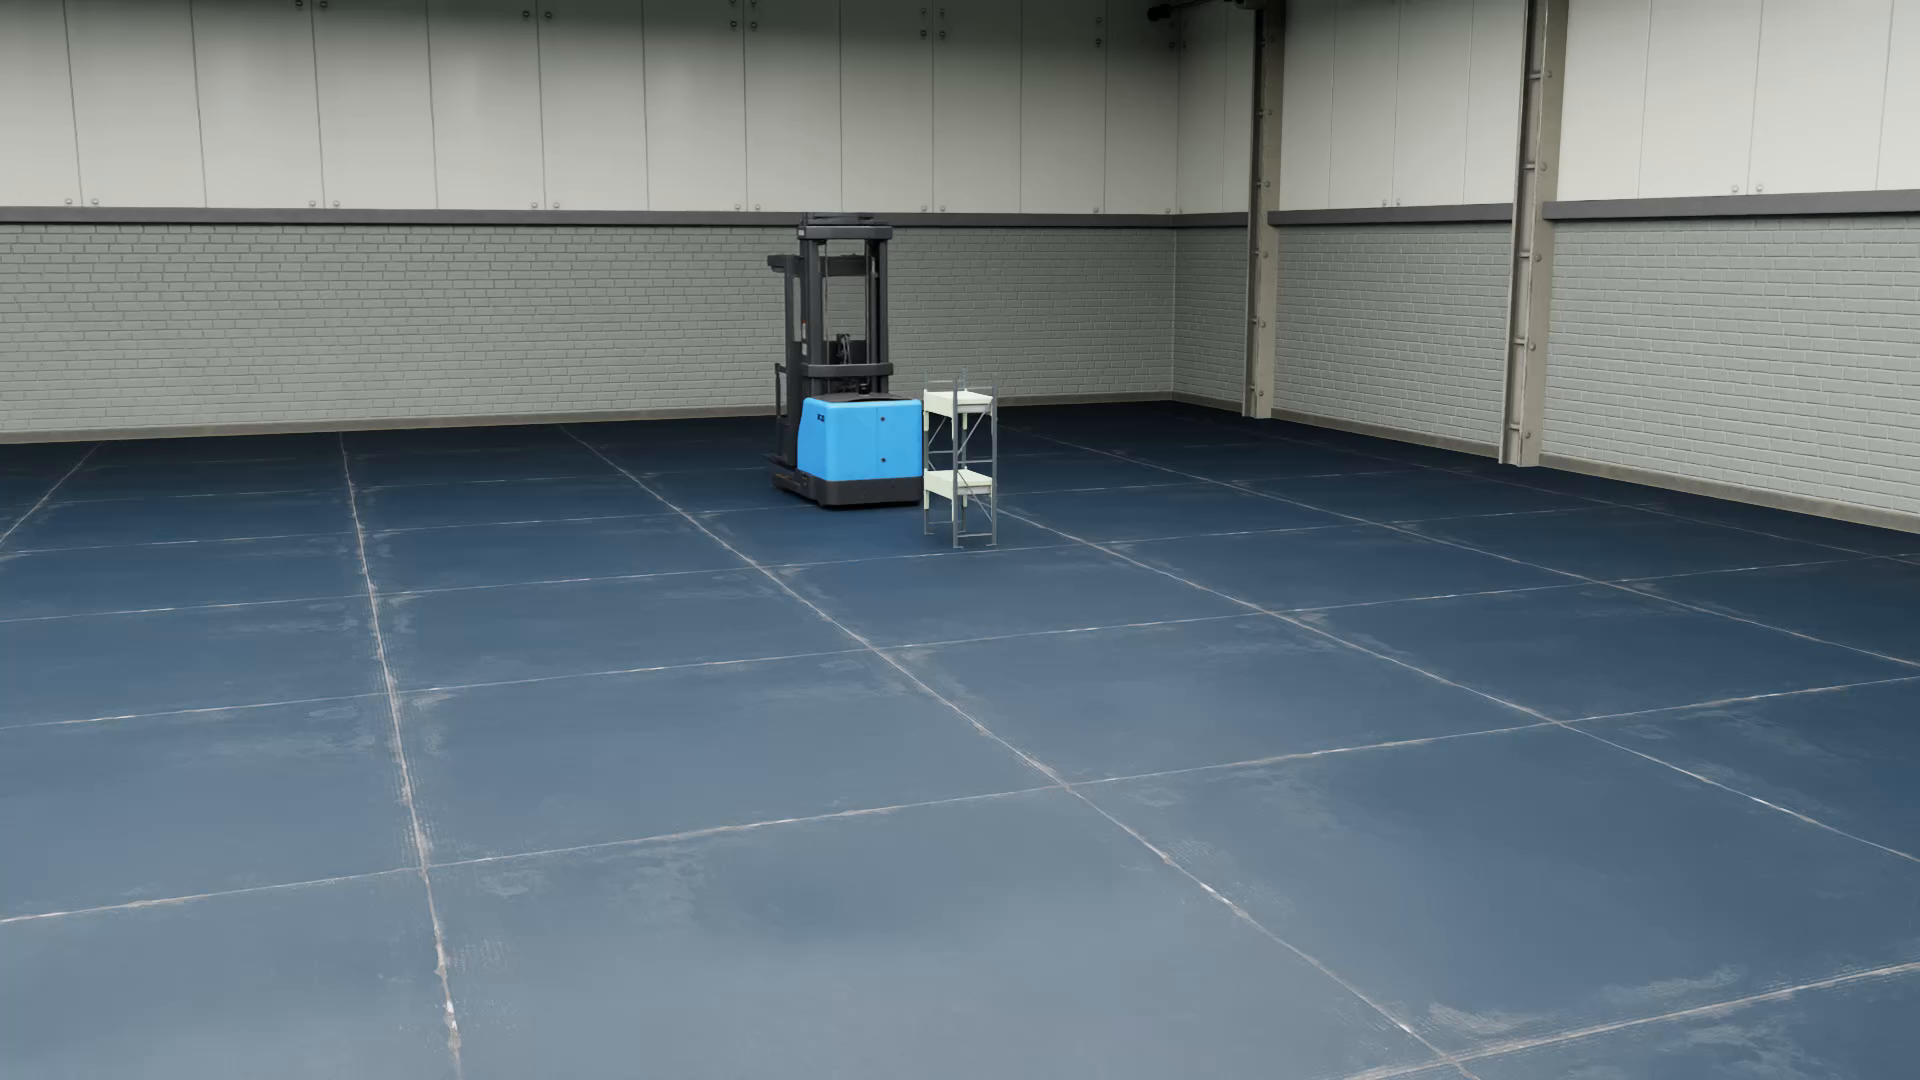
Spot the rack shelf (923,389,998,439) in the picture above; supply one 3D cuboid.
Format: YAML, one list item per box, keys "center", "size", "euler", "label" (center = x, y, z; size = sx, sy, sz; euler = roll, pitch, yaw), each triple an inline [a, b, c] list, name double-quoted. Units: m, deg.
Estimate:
- center: [-0.002, -1.124, 14.727]
  size: [0.431, 0.370, 0.720]
  euler: [-4, 11, -21]
  label: "rack shelf"

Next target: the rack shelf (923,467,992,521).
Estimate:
- center: [-0.002, -0.419, 14.852]
  size: [0.431, 0.370, 0.720]
  euler: [-4, 11, -21]
  label: "rack shelf"

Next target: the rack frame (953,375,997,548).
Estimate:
- center: [0.130, -0.680, 14.459]
  size: [0.400, 1.500, 0.023]
  euler: [-4, 11, -21]
  label: "rack frame"

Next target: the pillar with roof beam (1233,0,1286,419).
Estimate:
- center: [0.556, -6.048, 23.227]
  size: [9.100, 9.000, 0.548]
  euler: [-4, 11, -21]
  label: "pillar with roof beam"

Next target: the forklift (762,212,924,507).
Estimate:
- center: [-1.395, -1.990, 17.740]
  size: [1.130, 2.935, 3.031]
  euler: [-4, 11, -22]
  label: "forklift"

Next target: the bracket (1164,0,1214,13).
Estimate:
- center: [3.443, -8.429, 26.334]
  size: [0.076, 0.066, 3.189]
  euler: [-4, 11, -21]
  label: "bracket"

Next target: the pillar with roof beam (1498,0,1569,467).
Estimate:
- center: [2.731, -5.069, 17.721]
  size: [9.100, 9.000, 0.400]
  euler: [-4, 11, -21]
  label: "pillar with roof beam"

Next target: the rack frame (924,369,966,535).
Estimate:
- center: [-0.135, -0.799, 15.131]
  size: [0.400, 1.500, 0.023]
  euler: [-4, 11, -21]
  label: "rack frame"

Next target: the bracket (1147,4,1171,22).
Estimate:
- center: [3.229, -8.526, 26.876]
  size: [0.235, 0.232, 0.430]
  euler: [-4, 11, -21]
  label: "bracket"

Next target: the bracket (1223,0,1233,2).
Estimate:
- center: [4.087, -8.139, 24.701]
  size: [0.235, 0.232, 0.430]
  euler: [-4, 11, -21]
  label: "bracket"

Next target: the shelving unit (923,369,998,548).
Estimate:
- center: [-0.002, -0.739, 14.795]
  size: [0.431, 1.500, 0.755]
  euler: [-4, 11, -21]
  label: "shelving unit"
